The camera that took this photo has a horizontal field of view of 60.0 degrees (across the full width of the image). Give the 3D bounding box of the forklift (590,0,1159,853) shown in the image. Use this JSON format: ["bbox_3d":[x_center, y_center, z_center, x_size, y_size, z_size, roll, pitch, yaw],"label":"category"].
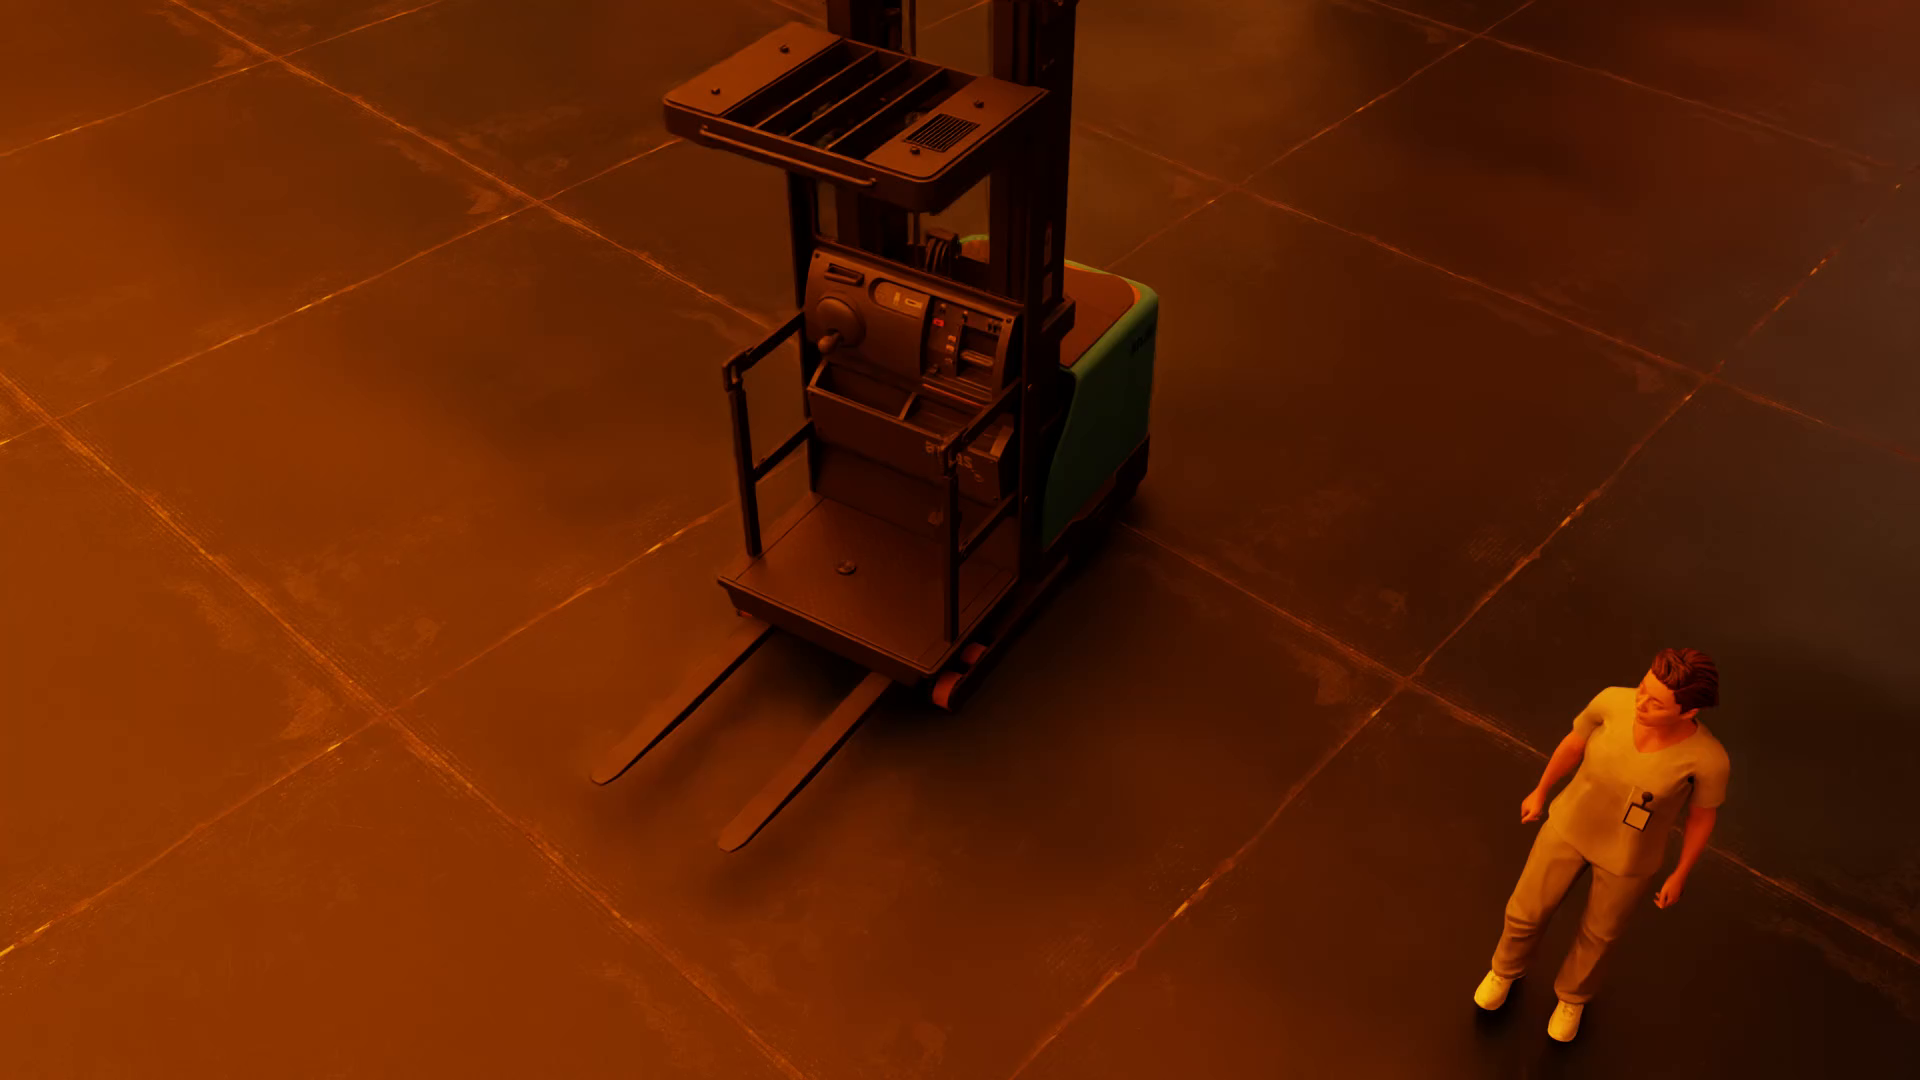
[{"bbox_3d":[-0.315,-0.761,6.315,1.130,2.935,3.031,22,45,24],"label":"forklift"}]

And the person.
[{"bbox_3d":[2.018,0.965,5.249,0.543,1.680,0.407,29,49,30],"label":"person"}]
